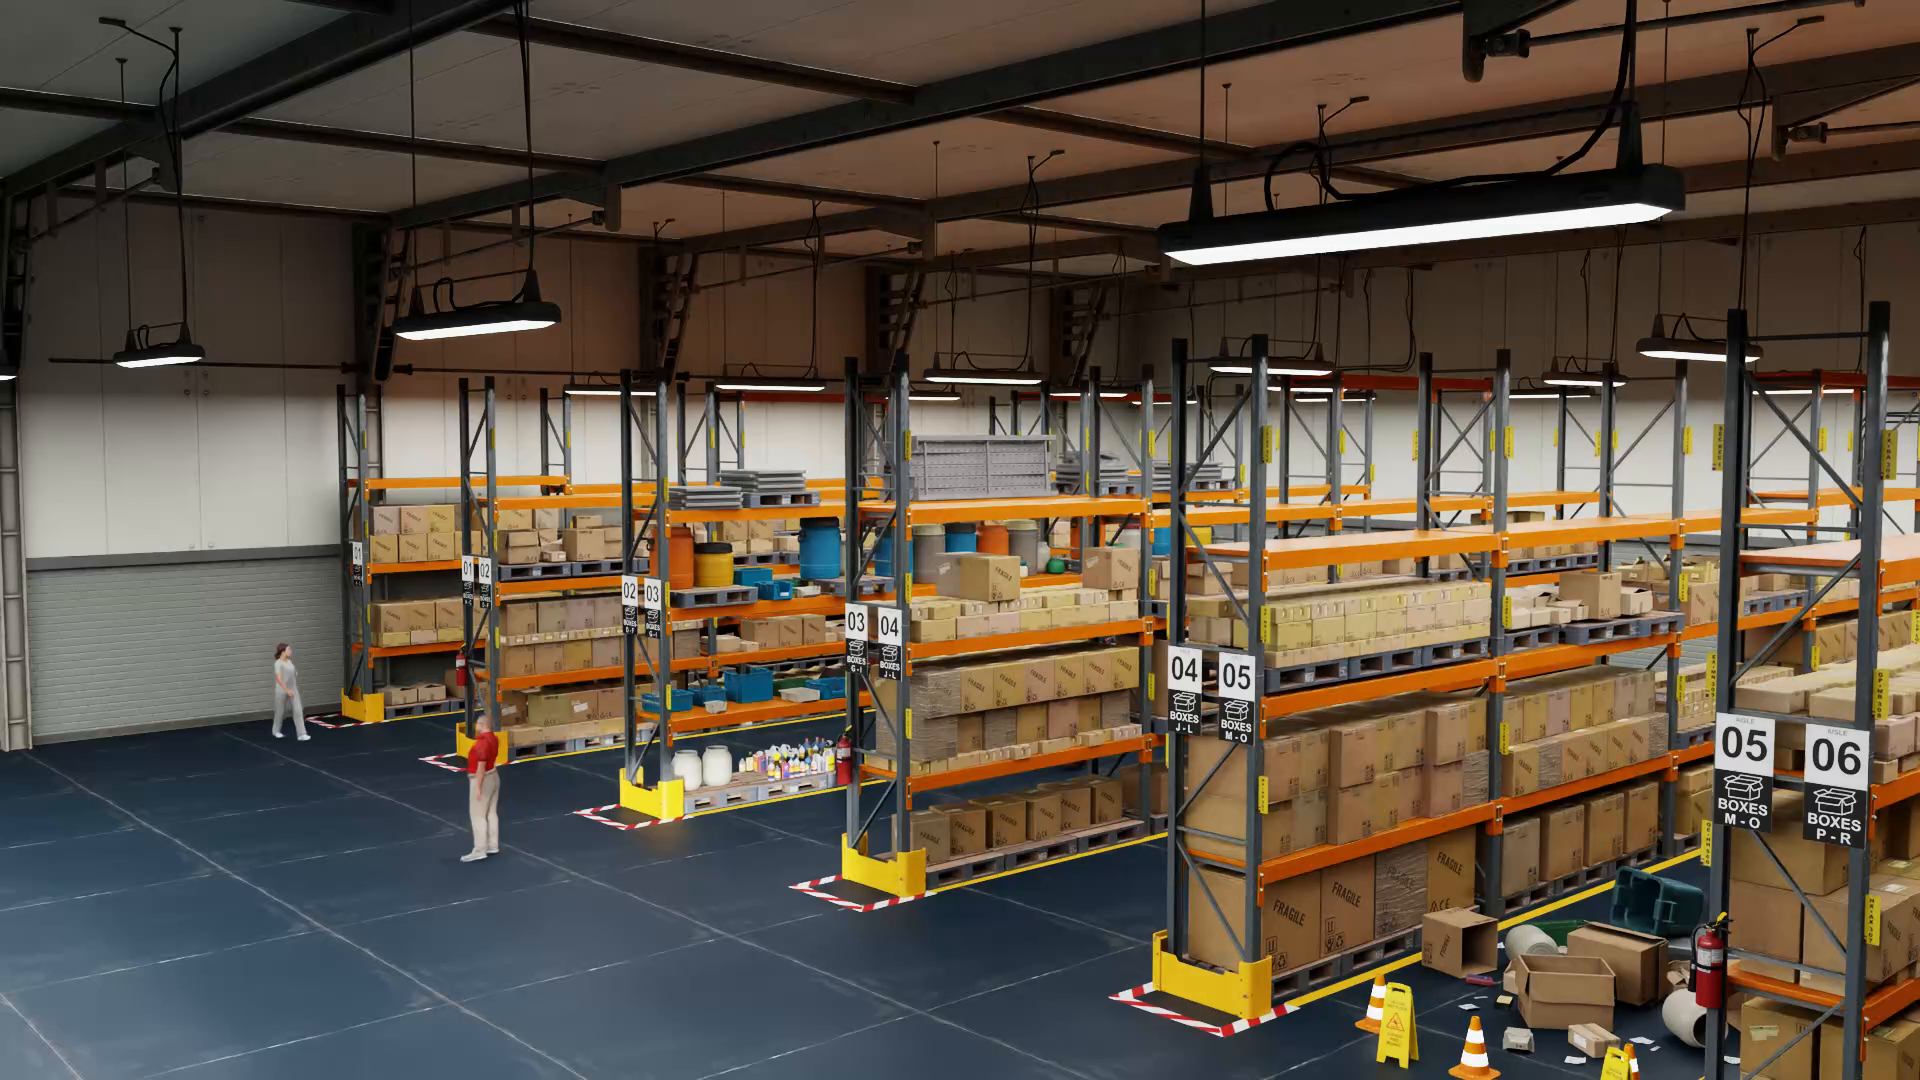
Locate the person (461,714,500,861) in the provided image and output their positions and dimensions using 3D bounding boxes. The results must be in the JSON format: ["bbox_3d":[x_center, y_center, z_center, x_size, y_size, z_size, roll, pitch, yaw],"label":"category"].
[{"bbox_3d":[-5.809,2.982,20.167,0.395,1.748,0.563,0,4,6],"label":"person"}]

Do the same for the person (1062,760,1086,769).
[{"bbox_3d":[1.793,2.667,25.540,0.361,1.644,0.510,1,4,19],"label":"person"}]

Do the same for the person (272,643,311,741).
[{"bbox_3d":[-11.173,2.519,27.615,0.410,1.611,1.013,-3,5,-42],"label":"person"}]
